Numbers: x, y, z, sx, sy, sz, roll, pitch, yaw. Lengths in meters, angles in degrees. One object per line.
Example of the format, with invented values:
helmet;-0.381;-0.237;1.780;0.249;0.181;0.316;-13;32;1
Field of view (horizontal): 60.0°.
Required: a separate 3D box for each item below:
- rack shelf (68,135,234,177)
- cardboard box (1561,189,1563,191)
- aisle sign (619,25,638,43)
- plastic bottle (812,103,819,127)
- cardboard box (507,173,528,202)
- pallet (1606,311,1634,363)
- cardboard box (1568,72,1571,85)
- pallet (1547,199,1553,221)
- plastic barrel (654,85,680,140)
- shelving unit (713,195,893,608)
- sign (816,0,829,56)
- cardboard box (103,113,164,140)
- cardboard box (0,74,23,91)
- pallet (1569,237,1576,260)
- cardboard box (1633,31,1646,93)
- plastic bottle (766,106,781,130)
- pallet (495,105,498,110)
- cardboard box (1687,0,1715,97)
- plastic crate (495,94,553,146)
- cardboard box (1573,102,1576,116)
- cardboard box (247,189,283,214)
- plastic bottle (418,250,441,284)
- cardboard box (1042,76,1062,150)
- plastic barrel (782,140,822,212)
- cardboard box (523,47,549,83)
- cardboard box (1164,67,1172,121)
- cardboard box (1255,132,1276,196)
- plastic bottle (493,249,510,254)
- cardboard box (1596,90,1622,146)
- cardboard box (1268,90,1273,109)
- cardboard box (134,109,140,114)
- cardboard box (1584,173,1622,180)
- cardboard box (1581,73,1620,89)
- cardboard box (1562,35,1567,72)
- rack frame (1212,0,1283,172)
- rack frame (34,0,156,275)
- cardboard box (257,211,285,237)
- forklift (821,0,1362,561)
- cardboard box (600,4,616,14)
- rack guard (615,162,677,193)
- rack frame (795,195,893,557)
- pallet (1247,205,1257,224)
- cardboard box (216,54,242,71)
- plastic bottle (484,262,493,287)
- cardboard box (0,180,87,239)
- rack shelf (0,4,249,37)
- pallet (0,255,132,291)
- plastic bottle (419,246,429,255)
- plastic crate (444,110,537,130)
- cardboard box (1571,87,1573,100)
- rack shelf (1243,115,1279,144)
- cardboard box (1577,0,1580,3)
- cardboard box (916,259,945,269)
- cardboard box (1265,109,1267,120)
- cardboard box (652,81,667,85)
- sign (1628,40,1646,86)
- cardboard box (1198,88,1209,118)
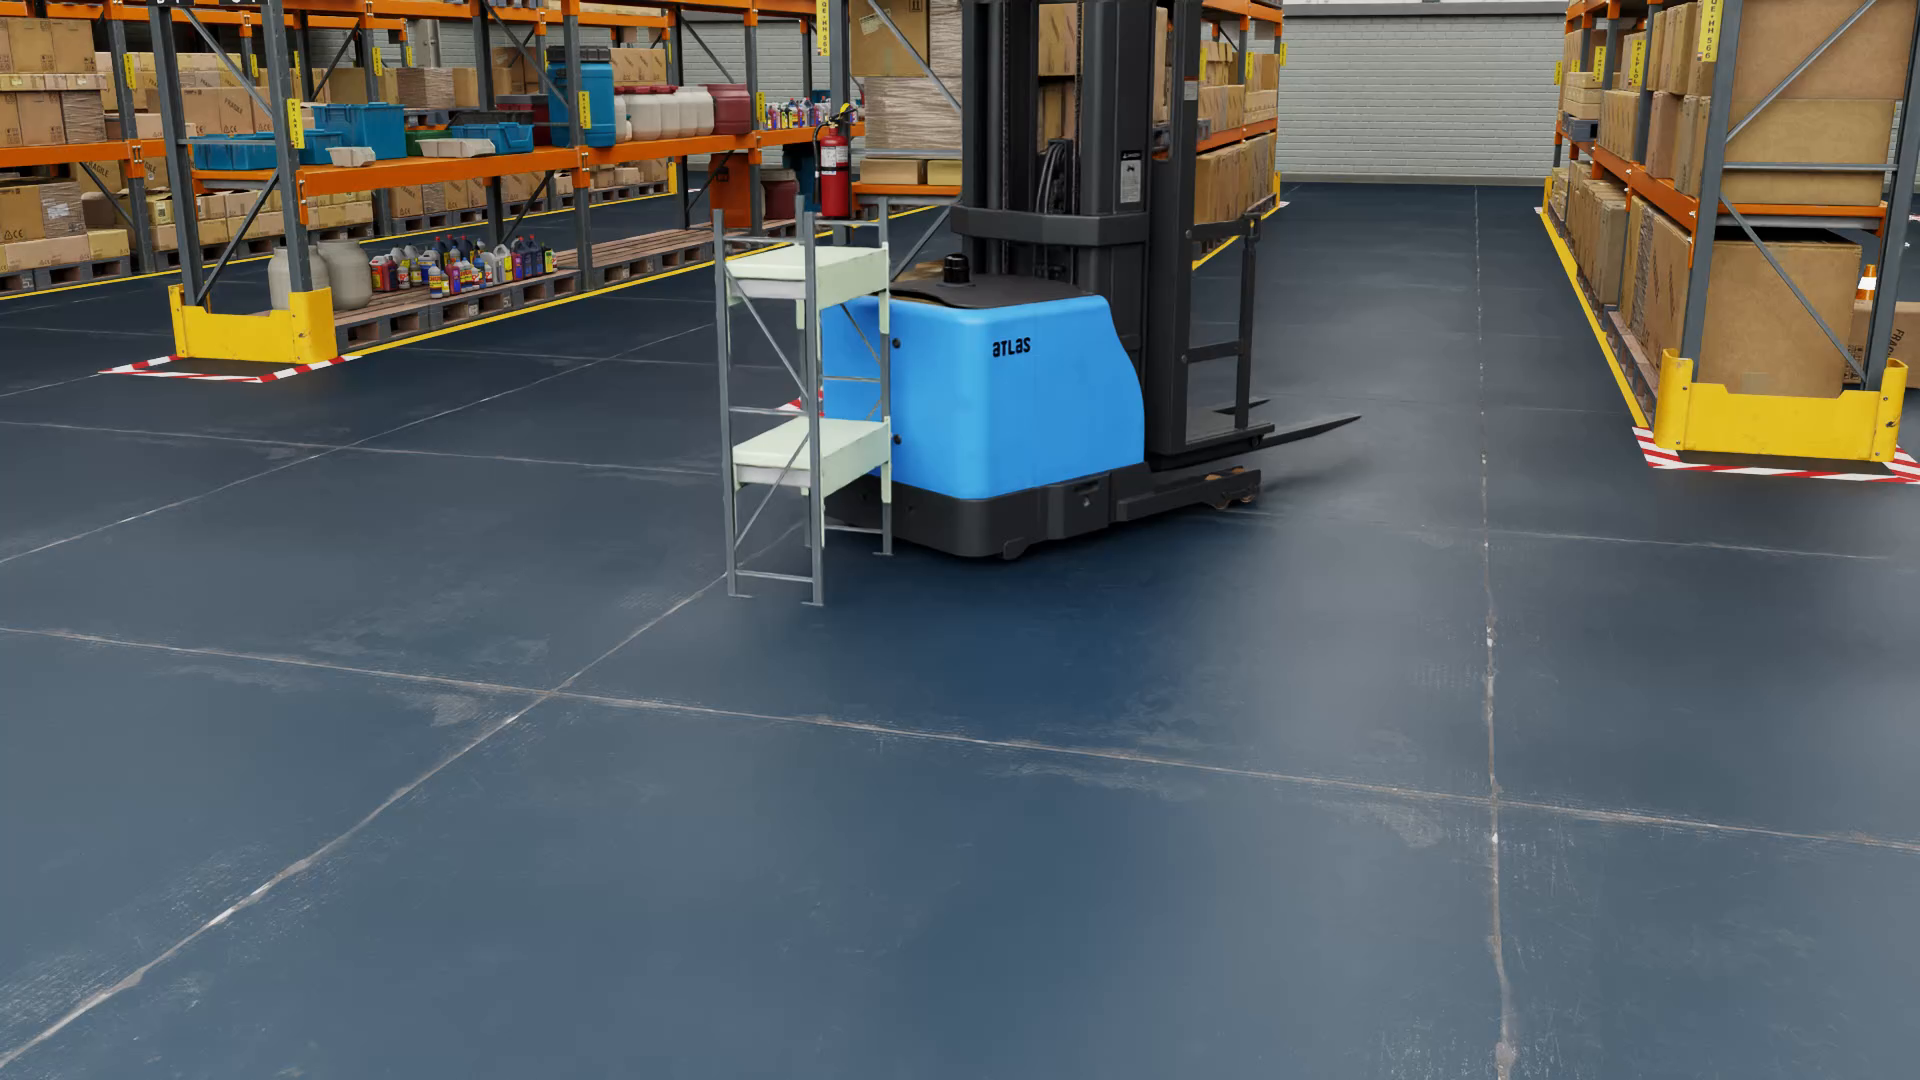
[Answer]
rack shelf;-8.087;-4.351;18.491;1.077;0.370;4.000;5;16;16
cardboard box;8.305;-4.716;22.369;0.380;0.149;0.250;4;16;13
aisle sign;-5.508;-8.605;27.405;0.394;0.787;0.004;5;16;16
plastic bottle;-1.809;-5.310;20.767;0.061;0.283;0.133;5;16;16
cardboard box;-6.396;-4.996;23.221;0.500;0.500;0.500;5;16;16
pallet;5.277;-1.459;12.087;1.003;0.211;1.213;5;16;16
cardboard box;7.140;-5.246;18.930;0.380;0.149;0.250;5;17;16
pallet;8.692;-4.562;23.026;1.003;0.211;1.213;5;16;16
plastic barrel;-3.094;-4.393;17.070;0.433;0.535;0.433;0;16;0
shelving unit;-0.600;-0.576;6.611;0.431;1.500;0.755;5;17;18
sign;-0.822;-3.116;10.116;0.100;0.325;0.005;5;16;16
cardboard box;-8.558;-4.234;17.035;0.500;0.250;0.500;6;17;19
cardboard box;-8.818;-4.180;15.198;0.380;0.149;0.250;5;16;16
pallet;7.277;-3.221;18.299;1.003;0.211;1.213;5;16;16
cardboard box;6.136;-4.052;14.103;0.700;0.500;0.500;4;16;15
plastic bottle;-2.206;-4.985;19.634;0.152;0.276;0.135;5;16;16
pallet;-6.714;-5.974;23.246;1.003;0.211;1.213;5;16;16
cardboard box;4.642;-2.784;9.394;0.875;0.550;0.550;5;16;16
plastic crate;-4.063;-3.970;15.712;0.402;0.464;0.583;5;16;16
cardboard box;6.698;-4.554;17.578;0.380;0.149;0.250;4;16;13
cardboard box;-7.864;-3.814;18.521;0.500;0.311;0.500;5;17;17
plastic bottle;-4.560;-2.346;14.287;0.152;0.276;0.135;5;16;16
cardboard box;0.251;-3.089;11.994;0.875;0.500;0.500;5;16;16
plastic barrel;-2.006;-4.748;21.648;0.600;0.901;0.708;5;16;16
cardboard box;-5.978;-6.898;24.135;0.500;0.500;0.500;5;17;17
cardboard box;1.800;-4.403;16.404;0.700;0.500;0.500;7;17;24
cardboard box;4.146;-5.550;24.525;0.875;0.875;0.875;5;16;16
plastic bottle;-4.018;-2.454;14.669;0.152;0.276;0.135;5;16;16
cardboard box;6.318;-3.992;15.723;0.500;0.500;0.500;5;17;16
cardboard box;4.223;-6.335;23.897;0.500;0.250;0.500;4;16;15
cardboard box;-11.615;-5.899;23.055;0.380;0.149;0.250;5;17;17
cardboard box;6.648;-3.600;16.961;0.500;0.250;0.500;4;16;15
cardboard box;6.404;-4.571;16.550;0.380;0.149;0.250;4;16;14
cardboard box;8.596;-6.709;22.923;0.500;0.500;0.500;5;16;16
rack frame;4.251;-6.544;24.905;1.000;3.000;0.127;5;16;16
rack frame;-8.656;-4.174;16.548;1.000;3.000;0.127;5;16;16
cardboard box;-7.867;-3.542;18.589;0.500;0.250;0.500;5;17;17
forklift;0.803;-1.644;7.754;3.031;2.935;1.130;-14;21;-41
cardboard box;-5.578;-8.138;25.302;0.500;0.250;0.500;5;16;16
rack guard;-5.267;-6.091;27.888;1.175;0.500;0.348;5;16;16
rack frame;-0.481;-0.670;6.944;0.400;1.500;0.023;5;17;18
pallet;3.406;-4.349;22.276;1.003;0.211;1.213;5;16;16
cardboard box;-11.020;-7.070;24.618;0.500;0.250;0.500;5;17;17
plastic bottle;-4.018;-2.253;14.099;0.097;0.201;0.097;0;16;0
cardboard box;-8.731;-3.146;15.818;0.500;0.500;0.500;5;16;16
rack shelf;-11.701;-7.224;23.122;1.077;0.370;4.000;5;16;16
pallet;-8.922;-2.628;16.206;1.003;0.211;1.213;5;16;16
plastic bottle;-4.675;-2.425;14.555;0.061;0.283;0.133;5;17;18
plastic crate;-4.178;-3.632;14.751;0.767;0.338;0.504;5;16;16
cardboard box;6.920;-4.900;18.253;0.380;0.149;0.250;4;16;15
rack shelf;3.683;-5.675;23.158;1.077;0.370;4.000;5;16;16
cardboard box;8.019;-6.870;20.830;0.500;0.250;0.500;4;16;15
cardboard box;0.035;-1.679;11.563;0.500;0.500;0.500;10;18;30
cardboard box;4.104;-5.969;23.339;0.380;0.149;0.250;5;16;16
cardboard box;-5.112;-7.223;27.116;0.500;0.500;0.500;5;17;18
sign;5.045;-3.552;12.379;0.100;0.325;0.005;5;16;16
cardboard box;2.377;-4.605;17.886;0.500;0.500;0.500;5;17;18
